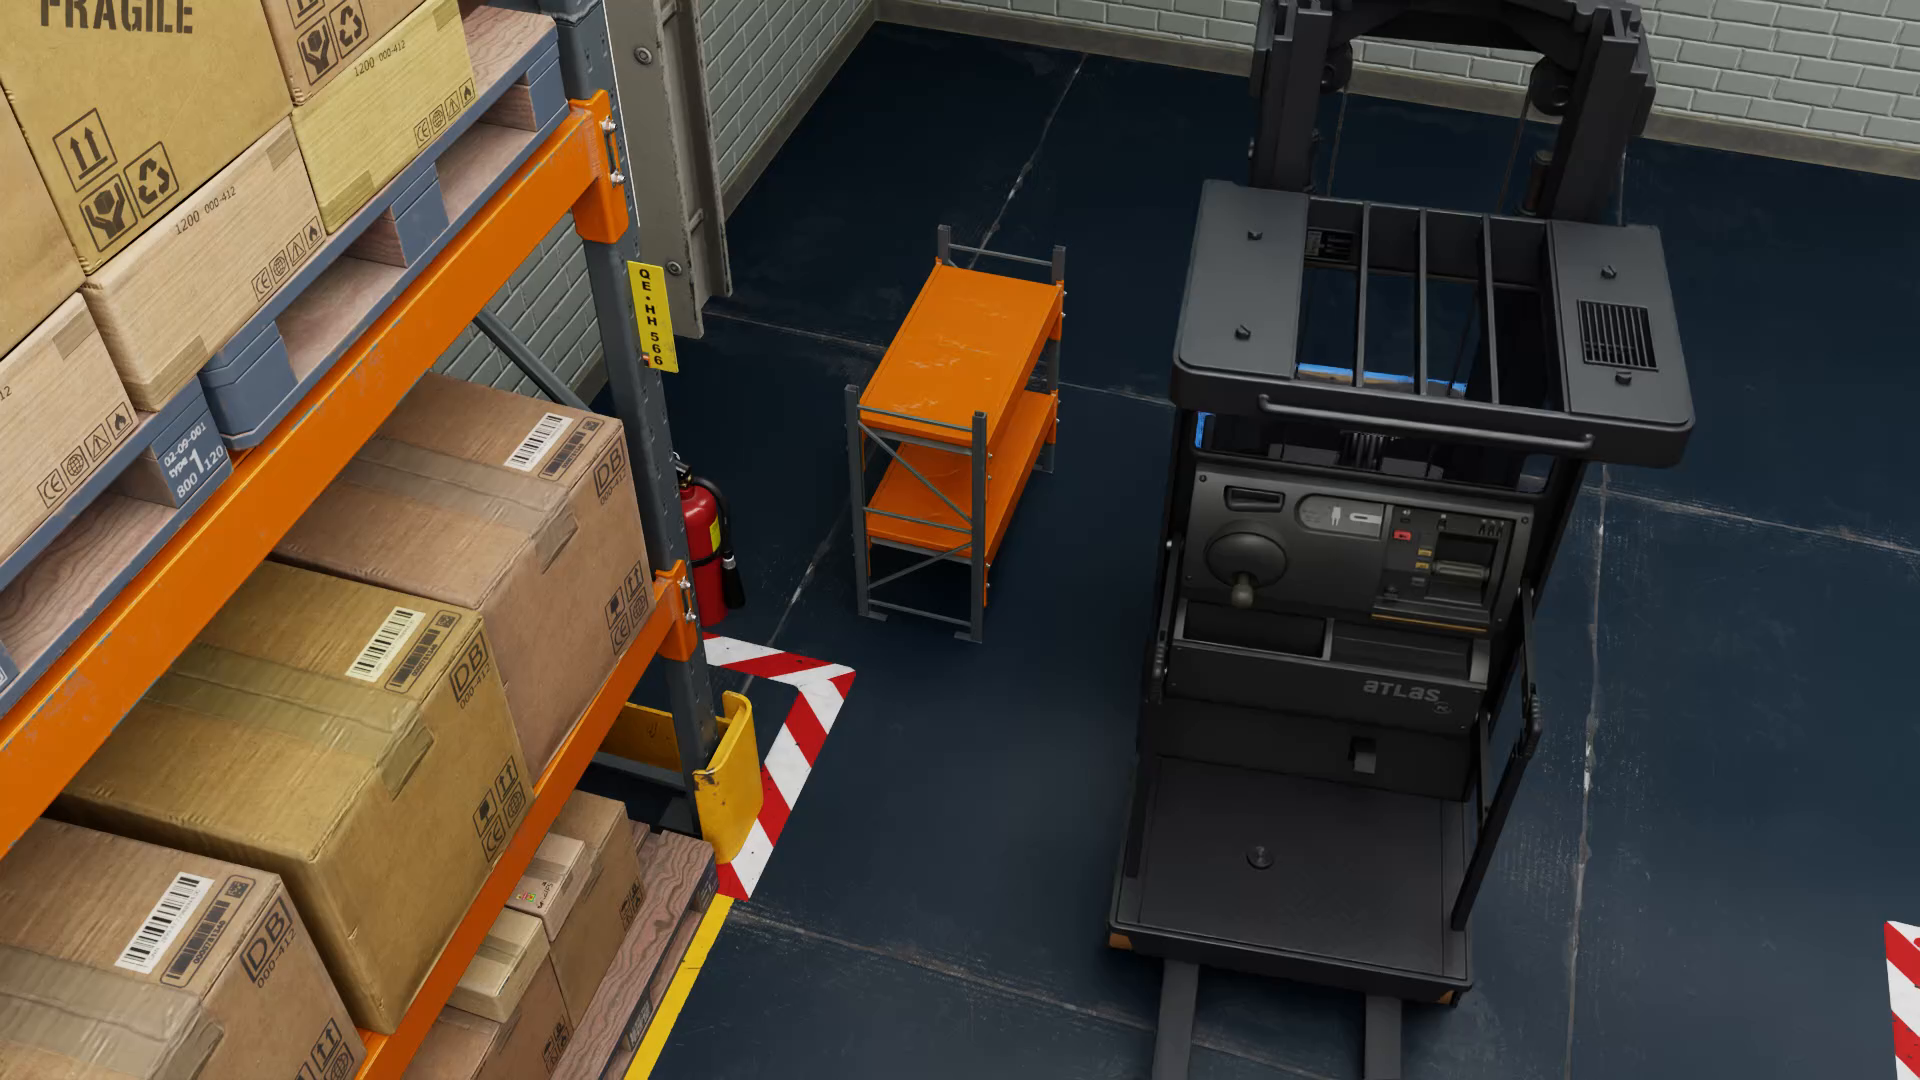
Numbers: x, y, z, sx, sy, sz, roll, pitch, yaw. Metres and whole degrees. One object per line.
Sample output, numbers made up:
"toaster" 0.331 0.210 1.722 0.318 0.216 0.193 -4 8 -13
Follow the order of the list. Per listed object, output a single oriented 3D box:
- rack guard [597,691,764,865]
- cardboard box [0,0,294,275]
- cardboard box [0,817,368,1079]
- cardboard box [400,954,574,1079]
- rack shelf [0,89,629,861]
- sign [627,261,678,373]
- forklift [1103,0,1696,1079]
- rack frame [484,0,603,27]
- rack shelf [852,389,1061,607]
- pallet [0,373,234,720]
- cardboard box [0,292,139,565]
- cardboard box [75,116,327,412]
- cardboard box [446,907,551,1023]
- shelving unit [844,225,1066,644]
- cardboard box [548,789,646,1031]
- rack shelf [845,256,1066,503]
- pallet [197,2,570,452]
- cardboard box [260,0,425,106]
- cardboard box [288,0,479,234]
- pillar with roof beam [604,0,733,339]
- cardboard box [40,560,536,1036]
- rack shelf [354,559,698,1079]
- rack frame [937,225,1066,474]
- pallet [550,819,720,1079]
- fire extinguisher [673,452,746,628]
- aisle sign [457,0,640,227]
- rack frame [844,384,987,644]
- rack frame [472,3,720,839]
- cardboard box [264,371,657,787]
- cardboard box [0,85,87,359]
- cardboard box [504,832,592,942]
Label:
"rack guard" -1.279 0.694 5.683 1.175 0.500 0.348 13 46 13
"cardboard box" -1.410 -0.779 2.456 0.500 0.500 0.500 14 46 14
"cardboard box" -1.880 1.045 3.323 0.980 0.700 0.700 10 45 11
"cardboard box" -1.554 1.381 4.681 0.700 0.500 0.500 12 46 12
"rack shelf" -1.892 0.335 2.633 1.077 0.370 4.000 13 46 13
"sign" -0.773 -0.558 4.178 0.100 0.325 0.005 13 46 13
"forklift" 1.073 0.124 4.527 1.130 2.935 3.031 8 45 8
"rack frame" -1.286 -2.328 2.695 1.000 3.000 0.127 13 46 13
"rack shelf" 0.002 -0.232 6.532 0.538 0.278 1.000 13 46 13
"pallet" -1.869 0.089 2.433 1.003 0.211 1.213 13 46 13
"cardboard box" -1.565 -0.148 2.348 0.500 0.250 0.500 11 45 11
"cardboard box" -1.412 -0.496 2.703 0.500 0.250 0.500 11 45 11
"cardboard box" -1.345 1.111 4.494 0.380 0.149 0.250 14 46 14
"shelving unit" 0.002 -0.407 6.361 0.538 1.125 1.048 13 46 13
"cardboard box" -1.403 1.048 5.022 0.700 0.500 0.500 13 46 13
"rack shelf" 0.002 -0.616 6.156 0.538 0.278 1.000 13 46 13
"pallet" -1.501 -0.727 3.267 1.003 0.211 1.213 13 46 13
"cardboard box" -1.248 -1.110 2.794 0.500 0.500 0.500 12 46 12
"cardboard box" -1.255 -0.843 3.058 0.500 0.250 0.500 14 46 14
"pillar with roof beam" 2.810 -3.399 3.789 9.100 9.000 0.400 13 46 13
"cardboard box" -1.641 0.539 3.840 0.980 0.700 0.700 12 46 12
"rack shelf" -1.892 1.407 3.682 1.077 0.370 4.000 13 46 13
"rack frame" 0.156 -0.745 6.707 0.500 1.125 0.032 13 46 13
"pallet" -1.454 1.363 5.206 1.003 0.211 1.213 13 46 13
"fire extinguisher" -0.801 -0.025 4.953 0.296 0.674 0.183 13 46 13
"aisle sign" -0.979 -1.097 3.868 0.394 0.787 0.004 13 46 13
"rack frame" -0.152 -0.068 6.015 0.500 1.125 0.032 13 46 13
"rack frame" -1.286 -0.183 4.793 1.000 3.000 0.127 13 46 13
"cardboard box" -1.431 0.051 4.338 0.980 0.700 0.700 14 46 14
"cardboard box" -1.560 -0.429 2.099 0.500 0.500 0.500 11 45 11
"cardboard box" -1.268 0.940 4.668 0.380 0.149 0.250 12 46 12
